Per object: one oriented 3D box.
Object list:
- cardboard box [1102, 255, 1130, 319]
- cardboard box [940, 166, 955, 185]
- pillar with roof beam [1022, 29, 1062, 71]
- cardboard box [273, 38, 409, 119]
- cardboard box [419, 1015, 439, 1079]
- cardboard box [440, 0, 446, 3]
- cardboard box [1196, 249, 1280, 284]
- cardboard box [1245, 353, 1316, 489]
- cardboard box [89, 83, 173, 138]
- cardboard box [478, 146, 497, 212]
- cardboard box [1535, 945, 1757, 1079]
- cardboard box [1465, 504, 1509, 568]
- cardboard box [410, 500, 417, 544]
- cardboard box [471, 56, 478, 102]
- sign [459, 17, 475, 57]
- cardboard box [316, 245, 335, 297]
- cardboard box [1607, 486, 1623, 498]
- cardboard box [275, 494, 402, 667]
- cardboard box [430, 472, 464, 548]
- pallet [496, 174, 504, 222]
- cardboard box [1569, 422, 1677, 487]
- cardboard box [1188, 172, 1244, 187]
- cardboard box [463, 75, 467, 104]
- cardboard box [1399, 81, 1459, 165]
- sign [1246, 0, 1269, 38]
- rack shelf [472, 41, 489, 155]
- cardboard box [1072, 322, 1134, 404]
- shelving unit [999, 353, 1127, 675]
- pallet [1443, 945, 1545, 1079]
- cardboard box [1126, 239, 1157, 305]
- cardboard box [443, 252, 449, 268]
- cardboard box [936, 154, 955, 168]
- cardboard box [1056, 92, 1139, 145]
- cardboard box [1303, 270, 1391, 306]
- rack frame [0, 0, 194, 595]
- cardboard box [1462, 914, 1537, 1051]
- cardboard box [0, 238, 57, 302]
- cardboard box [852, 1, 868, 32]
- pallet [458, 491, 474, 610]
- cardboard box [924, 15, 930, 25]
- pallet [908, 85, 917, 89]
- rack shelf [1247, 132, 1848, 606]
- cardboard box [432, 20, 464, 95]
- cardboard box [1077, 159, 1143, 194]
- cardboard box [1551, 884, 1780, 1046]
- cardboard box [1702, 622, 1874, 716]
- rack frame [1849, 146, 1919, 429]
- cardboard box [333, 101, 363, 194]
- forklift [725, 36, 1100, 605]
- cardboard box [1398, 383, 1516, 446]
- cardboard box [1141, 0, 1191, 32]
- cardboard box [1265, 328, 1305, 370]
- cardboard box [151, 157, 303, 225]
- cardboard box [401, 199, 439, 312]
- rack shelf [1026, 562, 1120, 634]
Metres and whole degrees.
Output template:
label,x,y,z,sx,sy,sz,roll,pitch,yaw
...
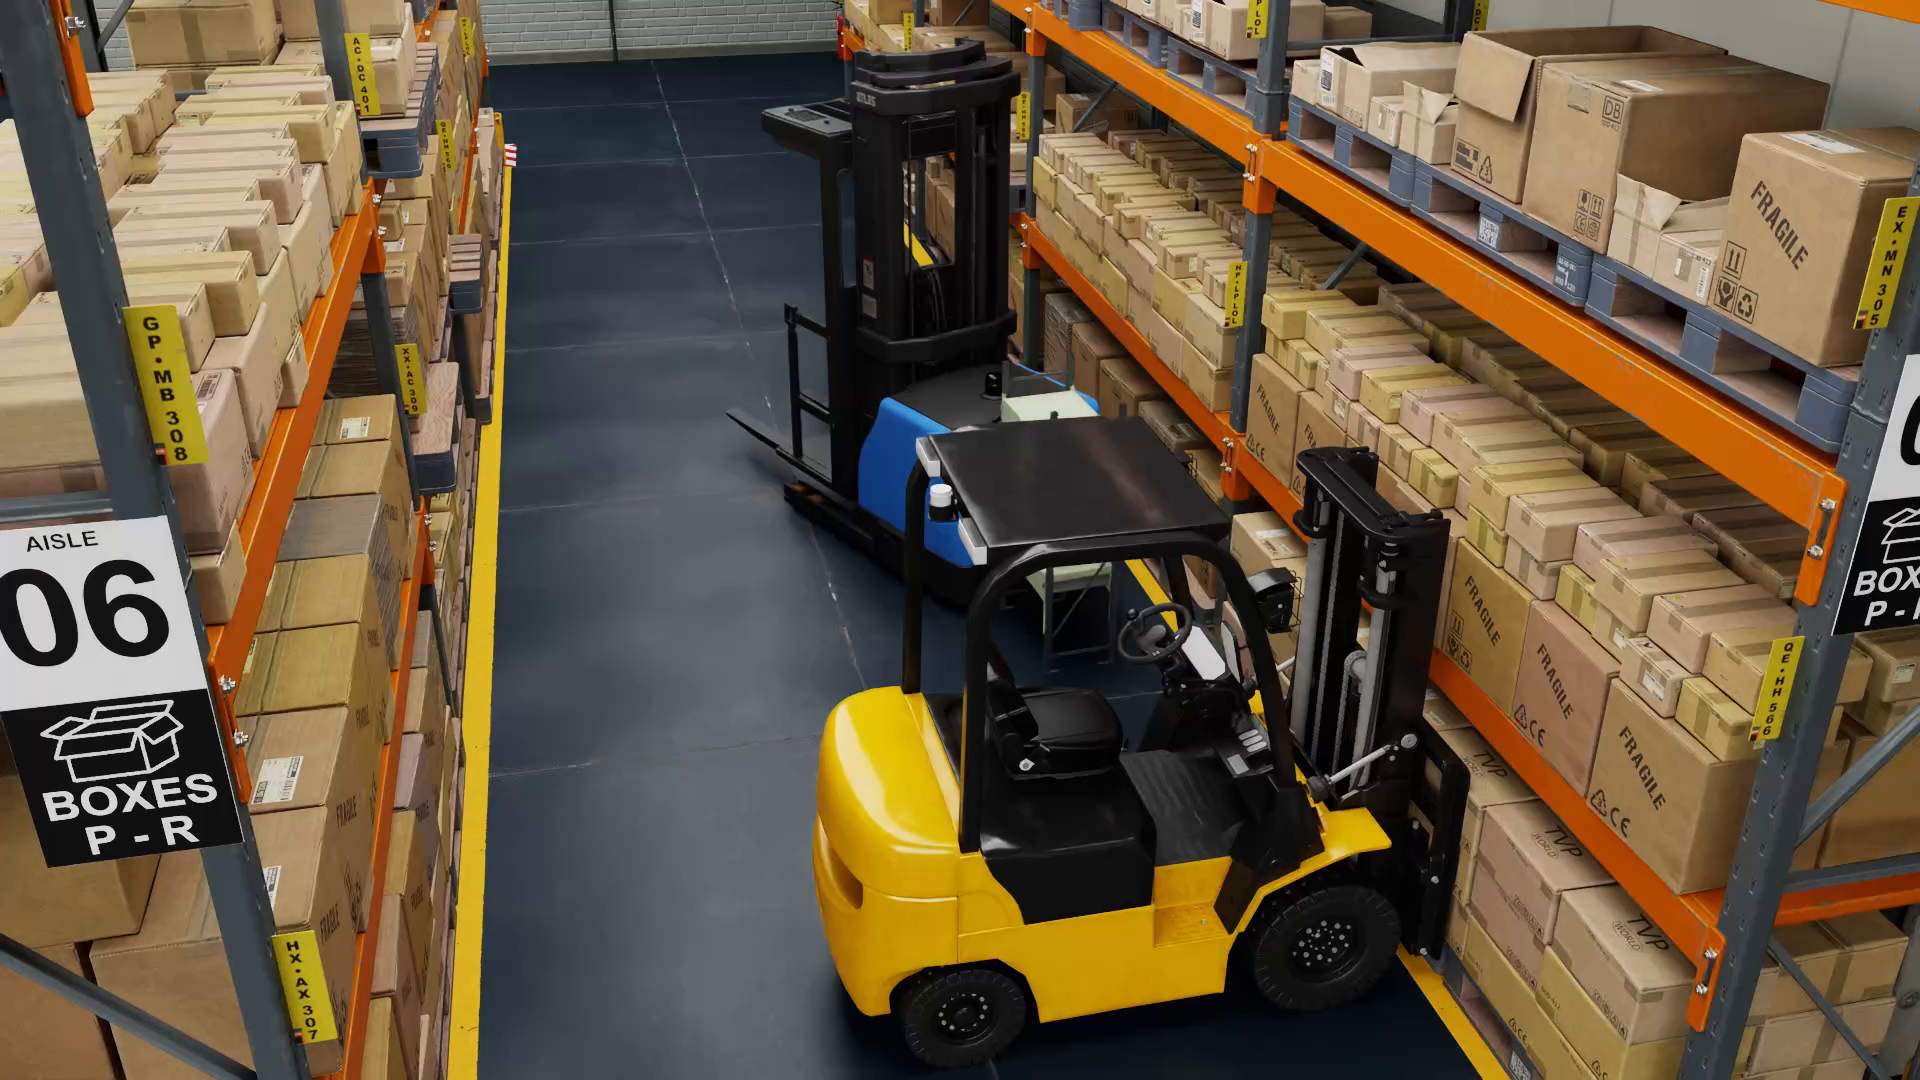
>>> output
label,x,y,z,sx,sy,sz,roll,pitch,yaw
cardboard box,1.179,-1.567,10.193,0.500,0.250,0.500,-5,27,-10
cardboard box,0.029,-3.347,15.141,0.380,0.149,0.250,-7,28,-13
pillar with roof beam,-3.404,-6.923,13.978,9.100,9.000,0.400,-6,27,-12
cardboard box,-2.704,-2.024,7.302,0.500,0.250,0.500,-7,28,-13
cardboard box,-2.082,1.922,5.698,0.500,0.250,0.500,-5,27,-10
cardboard box,-4.584,-4.724,14.340,0.380,0.149,0.250,-6,27,-12
cardboard box,1.499,-1.458,8.979,0.380,0.149,0.250,-6,27,-12
cardboard box,1.718,-0.596,7.990,0.500,0.500,0.500,-7,28,-13
cardboard box,-3.123,-1.567,6.091,0.380,0.149,0.250,-5,27,-10
cardboard box,-5.005,-3.502,16.236,0.875,0.438,0.875,-7,28,-13
cardboard box,2.359,1.619,5.745,0.500,0.250,0.500,-6,27,-12
cardboard box,2.109,-0.035,6.160,0.380,0.149,0.250,-6,27,-11
cardboard box,-2.594,-0.044,7.288,0.380,0.149,0.250,-6,27,-12
cardboard box,-4.726,-4.277,15.284,0.500,0.500,0.500,-6,27,-11
sign,-4.240,-4.320,14.282,0.100,0.325,0.005,-6,27,-12
cardboard box,-2.377,-0.933,5.719,0.380,0.149,0.250,-5,27,-10
cardboard box,2.627,-0.201,6.488,0.380,0.149,0.250,-6,27,-12
cardboard box,-2.377,0.178,6.127,0.500,0.500,0.500,-5,27,-10
cardboard box,-3.407,-0.131,9.632,0.950,0.372,0.625,-5,27,-10
pallet,-5.140,-3.412,16.776,1.003,0.211,1.213,-6,27,-12
cardboard box,2.585,-0.334,6.423,0.380,0.149,0.250,-6,27,-11
cardboard box,1.652,-2.193,10.434,0.380,0.149,0.250,-6,27,-12
cardboard box,-4.430,-3.766,13.994,0.500,0.250,0.500,-6,27,-12
cardboard box,1.911,-1.601,6.337,0.396,0.266,0.258,-7,28,-13
sign,1.346,-2.423,7.470,0.100,0.325,0.005,-6,27,-12
rack shelf,-5.217,-4.336,16.309,1.077,0.370,4.000,-6,27,-12
cardboard box,1.253,-1.094,11.259,0.875,0.625,0.625,-5,27,-10
shelving unit,0.526,-0.141,8.866,0.431,1.500,0.755,-8,28,-16
pallet,2.560,1.897,6.257,1.003,0.211,1.213,-6,27,-12
cardboard box,1.280,-1.568,9.640,0.500,0.250,0.500,-5,27,-11
cardboard box,-3.281,-1.650,10.003,0.380,0.149,0.250,-7,28,-14
cardboard box,-0.004,-3.485,15.083,0.380,0.149,0.250,-7,28,-14
cardboard box,1.007,-3.002,12.292,0.500,0.500,0.500,-5,27,-9
cardboard box,2.002,-1.283,8.631,0.380,0.149,0.250,-7,28,-13
rack frame,-2.062,-1.189,2.619,1.000,3.000,0.127,-6,27,-12
cardboard box,2.257,1.630,6.277,0.500,0.250,0.500,-6,27,-12
cardboard box,-2.577,-0.664,4.302,0.380,0.149,0.250,-6,27,-12
cardboard box,-0.879,-5.658,17.968,0.500,0.250,0.500,-6,27,-11
pallet,-3.418,0.100,9.818,1.003,0.211,1.213,-6,27,-12
cardboard box,-0.130,-5.257,17.173,0.500,0.250,0.500,-6,27,-12
pallet,0.143,-3.837,14.736,1.003,0.211,1.213,-6,27,-12
rack shelf,2.323,-0.912,6.198,1.077,0.370,4.000,-6,27,-12
cardboard box,-4.297,-3.873,13.373,0.500,0.500,0.500,-5,27,-11
cardboard box,0.971,-2.352,10.750,0.380,0.149,0.250,-6,27,-11
cardboard box,2.366,1.407,5.610,0.500,0.250,0.500,-5,27,-10
cardboard box,2.487,0.381,5.006,0.380,0.149,0.250,-6,27,-11
rack frame,2.774,-1.695,3.620,1.000,3.000,0.127,-6,27,-12
cardboard box,-2.601,-1.504,6.409,0.500,0.250,0.500,-6,27,-12
forklift,-0.466,-1.549,10.066,1.130,2.935,3.031,-18,32,-32
cardboard box,2.022,-0.512,6.774,0.380,0.149,0.250,-6,27,-12
cardboard box,1.299,-2.934,8.927,0.500,0.311,0.500,-7,28,-13
cardboard box,1.688,-0.940,7.953,0.380,0.149,0.250,-6,27,-12
cardboard box,-2.237,-1.062,5.089,0.380,0.149,0.250,-6,27,-11
cardboard box,-3.127,-1.529,9.044,0.500,0.500,0.500,-7,28,-14
rack shelf,0.526,0.150,9.013,0.431,0.370,0.720,-8,28,-16
